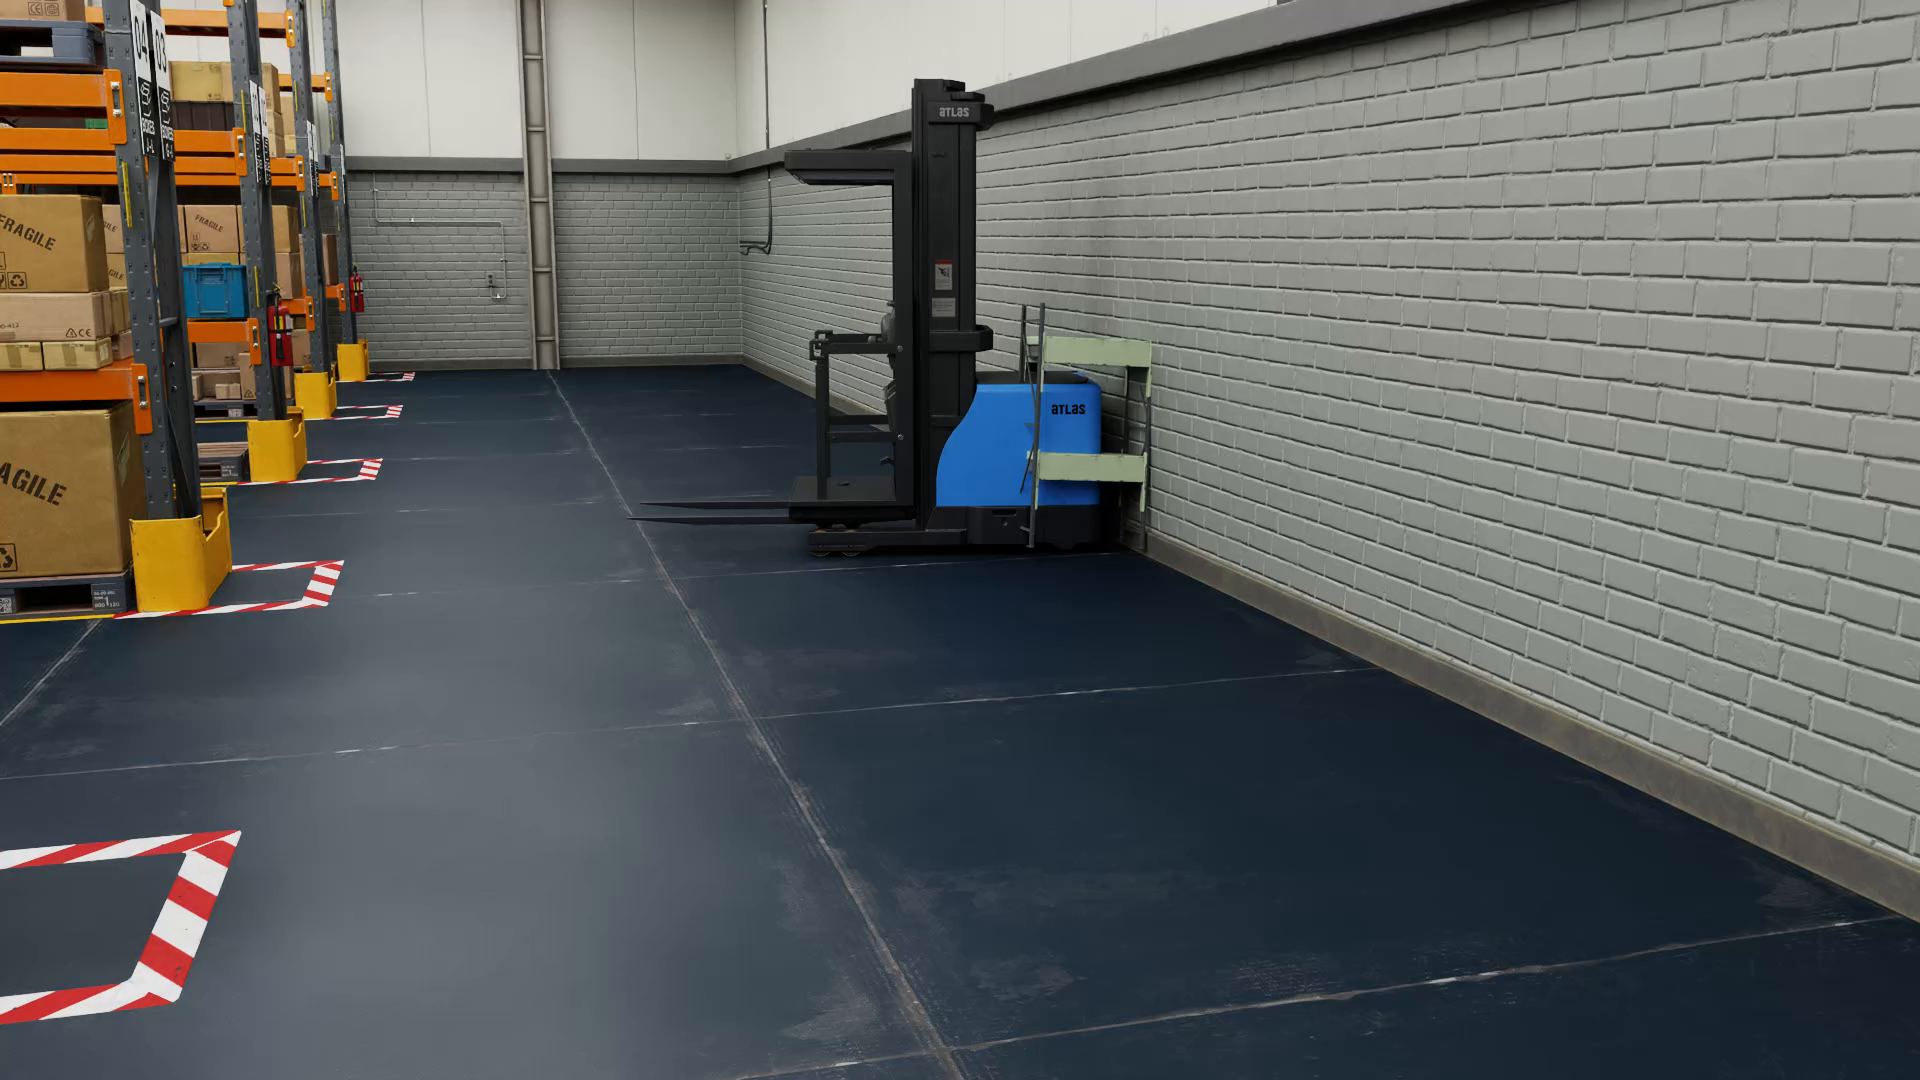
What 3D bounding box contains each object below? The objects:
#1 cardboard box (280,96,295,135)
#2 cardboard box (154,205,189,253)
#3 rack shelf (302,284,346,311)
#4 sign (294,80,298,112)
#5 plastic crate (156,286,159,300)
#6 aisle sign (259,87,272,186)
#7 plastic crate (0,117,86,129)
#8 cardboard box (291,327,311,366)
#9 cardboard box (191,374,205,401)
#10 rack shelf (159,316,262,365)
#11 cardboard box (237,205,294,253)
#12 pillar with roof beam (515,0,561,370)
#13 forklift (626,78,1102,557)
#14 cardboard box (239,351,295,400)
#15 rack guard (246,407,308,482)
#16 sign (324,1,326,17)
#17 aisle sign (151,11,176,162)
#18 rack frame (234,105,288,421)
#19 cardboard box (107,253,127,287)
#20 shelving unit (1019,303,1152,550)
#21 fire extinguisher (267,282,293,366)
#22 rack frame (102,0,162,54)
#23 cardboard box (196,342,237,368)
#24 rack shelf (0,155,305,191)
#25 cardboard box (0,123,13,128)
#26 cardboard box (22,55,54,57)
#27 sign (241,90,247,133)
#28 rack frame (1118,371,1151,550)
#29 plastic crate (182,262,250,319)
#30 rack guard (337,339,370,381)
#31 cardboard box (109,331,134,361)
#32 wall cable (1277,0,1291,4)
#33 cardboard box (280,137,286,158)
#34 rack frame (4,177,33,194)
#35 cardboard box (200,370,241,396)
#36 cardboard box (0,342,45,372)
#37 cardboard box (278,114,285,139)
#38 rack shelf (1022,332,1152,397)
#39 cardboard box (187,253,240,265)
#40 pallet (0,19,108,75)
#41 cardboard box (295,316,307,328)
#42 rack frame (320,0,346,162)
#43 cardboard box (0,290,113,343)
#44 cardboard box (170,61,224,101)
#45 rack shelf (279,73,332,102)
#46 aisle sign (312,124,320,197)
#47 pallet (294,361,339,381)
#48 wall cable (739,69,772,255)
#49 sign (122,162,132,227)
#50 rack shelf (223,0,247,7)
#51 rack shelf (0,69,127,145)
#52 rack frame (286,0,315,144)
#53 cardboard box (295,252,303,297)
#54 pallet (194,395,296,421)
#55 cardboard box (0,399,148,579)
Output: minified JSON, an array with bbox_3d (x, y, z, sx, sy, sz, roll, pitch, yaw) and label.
[{"bbox_3d":[-9.218,-5.715,22.430,0.500,0.500,0.500,-3,11,-16],"label":"cardboard box"},{"bbox_3d":[-8.535,-3.331,17.817,0.500,0.500,0.500,-3,11,-14],"label":"cardboard box"},{"bbox_3d":[-10.511,-3.319,22.777,4.000,0.370,1.077,-3,11,-16],"label":"rack shelf"},{"bbox_3d":[-7.067,-4.726,17.704,0.005,0.325,0.100,-3,11,-16],"label":"sign"},{"bbox_3d":[-6.783,-2.010,13.979,0.300,0.233,0.416,-3,11,-16],"label":"plastic crate"},{"bbox_3d":[-5.836,-3.386,13.972,0.004,0.787,0.394,-3,11,-16],"label":"aisle sign"},{"bbox_3d":[-7.366,-3.467,13.480,0.767,0.338,0.504,-3,11,-16],"label":"plastic crate"},{"bbox_3d":[-9.235,-2.698,23.163,0.500,0.500,0.700,-3,11,-16],"label":"cardboard box"},{"bbox_3d":[-8.577,-1.664,18.179,0.500,0.250,0.500,-3,11,-16],"label":"cardboard box"},{"bbox_3d":[-7.742,-1.597,13.422,4.000,0.370,1.077,-3,11,-16],"label":"rack shelf"},{"bbox_3d":[-7.553,-3.384,18.104,0.500,0.500,0.500,-3,11,-16],"label":"cardboard box"},{"bbox_3d":[-5.037,-6.263,20.212,0.400,9.000,9.100,-3,11,-16],"label":"pillar with roof beam"},{"bbox_3d":[-0.628,-1.436,10.749,3.031,2.935,1.130,-1,10,-3],"label":"forklift"},{"bbox_3d":[-7.656,-1.830,18.390,0.500,0.500,0.500,-3,11,-16],"label":"cardboard box"},{"bbox_3d":[-5.803,-0.826,14.152,0.348,0.500,1.175,-3,11,-16],"label":"rack guard"},{"bbox_3d":[-8.453,-7.128,22.111,0.005,0.325,0.100,-3,11,-16],"label":"sign"},{"bbox_3d":[-4.452,-2.525,9.297,0.004,0.787,0.394,-3,11,-16],"label":"aisle sign"},{"bbox_3d":[-5.822,-2.052,13.907,0.127,3.000,1.000,-3,11,-16],"label":"rack frame"},{"bbox_3d":[-9.019,-2.816,17.780,0.500,0.500,0.500,-3,11,-17],"label":"cardboard box"},{"bbox_3d":[0.775,-0.712,10.470,0.755,1.500,0.431,1,6,-16],"label":"shelving unit"},{"bbox_3d":[-5.550,-1.759,13.560,0.183,0.674,0.296,-3,11,-16],"label":"fire extinguisher"},{"bbox_3d":[-4.438,-4.141,8.687,0.127,3.000,1.000,-3,11,-16],"label":"rack frame"},{"bbox_3d":[-10.198,-2.647,22.887,0.500,0.500,0.700,-3,11,-18],"label":"cardboard box"},{"bbox_3d":[-9.123,-3.933,17.829,4.000,0.370,1.077,-3,11,-16],"label":"rack shelf"},{"bbox_3d":[-10.028,-4.365,17.221,0.500,0.250,0.500,-3,11,-16],"label":"cardboard box"},{"bbox_3d":[-9.589,-4.785,17.431,0.500,0.500,0.700,-3,11,-16],"label":"cardboard box"},{"bbox_3d":[-5.653,-3.381,13.130,0.005,0.325,0.100,-3,11,-16],"label":"sign"},{"bbox_3d":[1.127,-0.707,10.570,0.023,1.500,0.400,1,6,-16],"label":"rack frame"},{"bbox_3d":[-6.091,-2.049,13.630,0.499,0.435,0.616,-3,11,-16],"label":"plastic crate"},{"bbox_3d":[-8.568,-2.546,23.495,0.348,0.500,1.175,-3,11,-16],"label":"rack guard"},{"bbox_3d":[-4.871,-1.107,9.467,0.250,0.149,0.380,-3,11,-15],"label":"cardboard box"},{"bbox_3d":[1.955,-5.410,6.695,0.120,5.999,2.277,-3,11,-16],"label":"wall cable"},{"bbox_3d":[-7.767,-4.333,18.426,0.500,0.250,0.500,-3,11,-16],"label":"cardboard box"},{"bbox_3d":[-12.432,-3.572,22.162,0.127,3.000,1.000,-3,11,-16],"label":"rack frame"},{"bbox_3d":[-8.284,-1.774,18.775,0.500,0.250,0.500,-3,11,-16],"label":"cardboard box"},{"bbox_3d":[-4.937,-0.979,8.771,0.250,0.149,0.380,-3,11,-15],"label":"cardboard box"},{"bbox_3d":[-7.769,-4.580,18.386,0.500,0.250,0.500,-3,11,-16],"label":"cardboard box"},{"bbox_3d":[0.791,-1.100,10.431,0.720,0.370,0.431,1,6,-16],"label":"rack shelf"},{"bbox_3d":[-8.054,-2.865,18.050,0.500,0.500,0.500,-3,11,-15],"label":"cardboard box"},{"bbox_3d":[-5.147,-2.583,8.752,1.213,0.211,1.003,-3,11,-16],"label":"pallet"},{"bbox_3d":[-9.171,-3.058,23.328,0.250,0.149,0.380,-3,11,-16],"label":"cardboard box"},{"bbox_3d":[-8.591,-6.724,22.719,0.127,3.000,1.000,-3,11,-16],"label":"rack frame"},{"bbox_3d":[-4.829,-1.193,8.833,0.500,0.250,0.500,-3,11,-17],"label":"cardboard box"},{"bbox_3d":[-8.195,-4.890,18.000,0.500,0.500,0.700,-3,11,-16],"label":"cardboard box"},{"bbox_3d":[-10.511,-6.073,22.270,4.000,0.370,1.077,-3,11,-16],"label":"rack shelf"},{"bbox_3d":[-7.220,-4.246,18.646,0.004,0.787,0.394,-3,11,-16],"label":"aisle sign"},{"bbox_3d":[-9.337,-2.348,23.221,1.213,0.211,1.003,-3,11,-16],"label":"pallet"},{"bbox_3d":[-3.061,-5.421,24.217,0.112,2.526,3.097,-3,11,-16],"label":"wall cable"},{"bbox_3d":[-4.299,-1.782,8.587,0.005,0.325,0.100,-3,11,-16],"label":"sign"},{"bbox_3d":[-7.742,-4.350,12.915,4.000,0.370,1.077,-3,11,-16],"label":"rack shelf"},{"bbox_3d":[-6.358,-2.211,8.474,4.000,0.370,1.077,-3,11,-16],"label":"rack shelf"},{"bbox_3d":[-7.203,-5.863,18.042,0.127,3.000,1.000,-3,11,-16],"label":"rack frame"},{"bbox_3d":[-7.703,-2.986,18.703,0.500,0.500,0.500,-3,11,-15],"label":"cardboard box"},{"bbox_3d":[-8.041,-1.497,18.597,1.213,0.211,1.003,-3,11,-16],"label":"pallet"},{"bbox_3d":[-5.030,-0.306,9.133,0.875,0.875,0.875,-3,11,-16],"label":"cardboard box"}]
